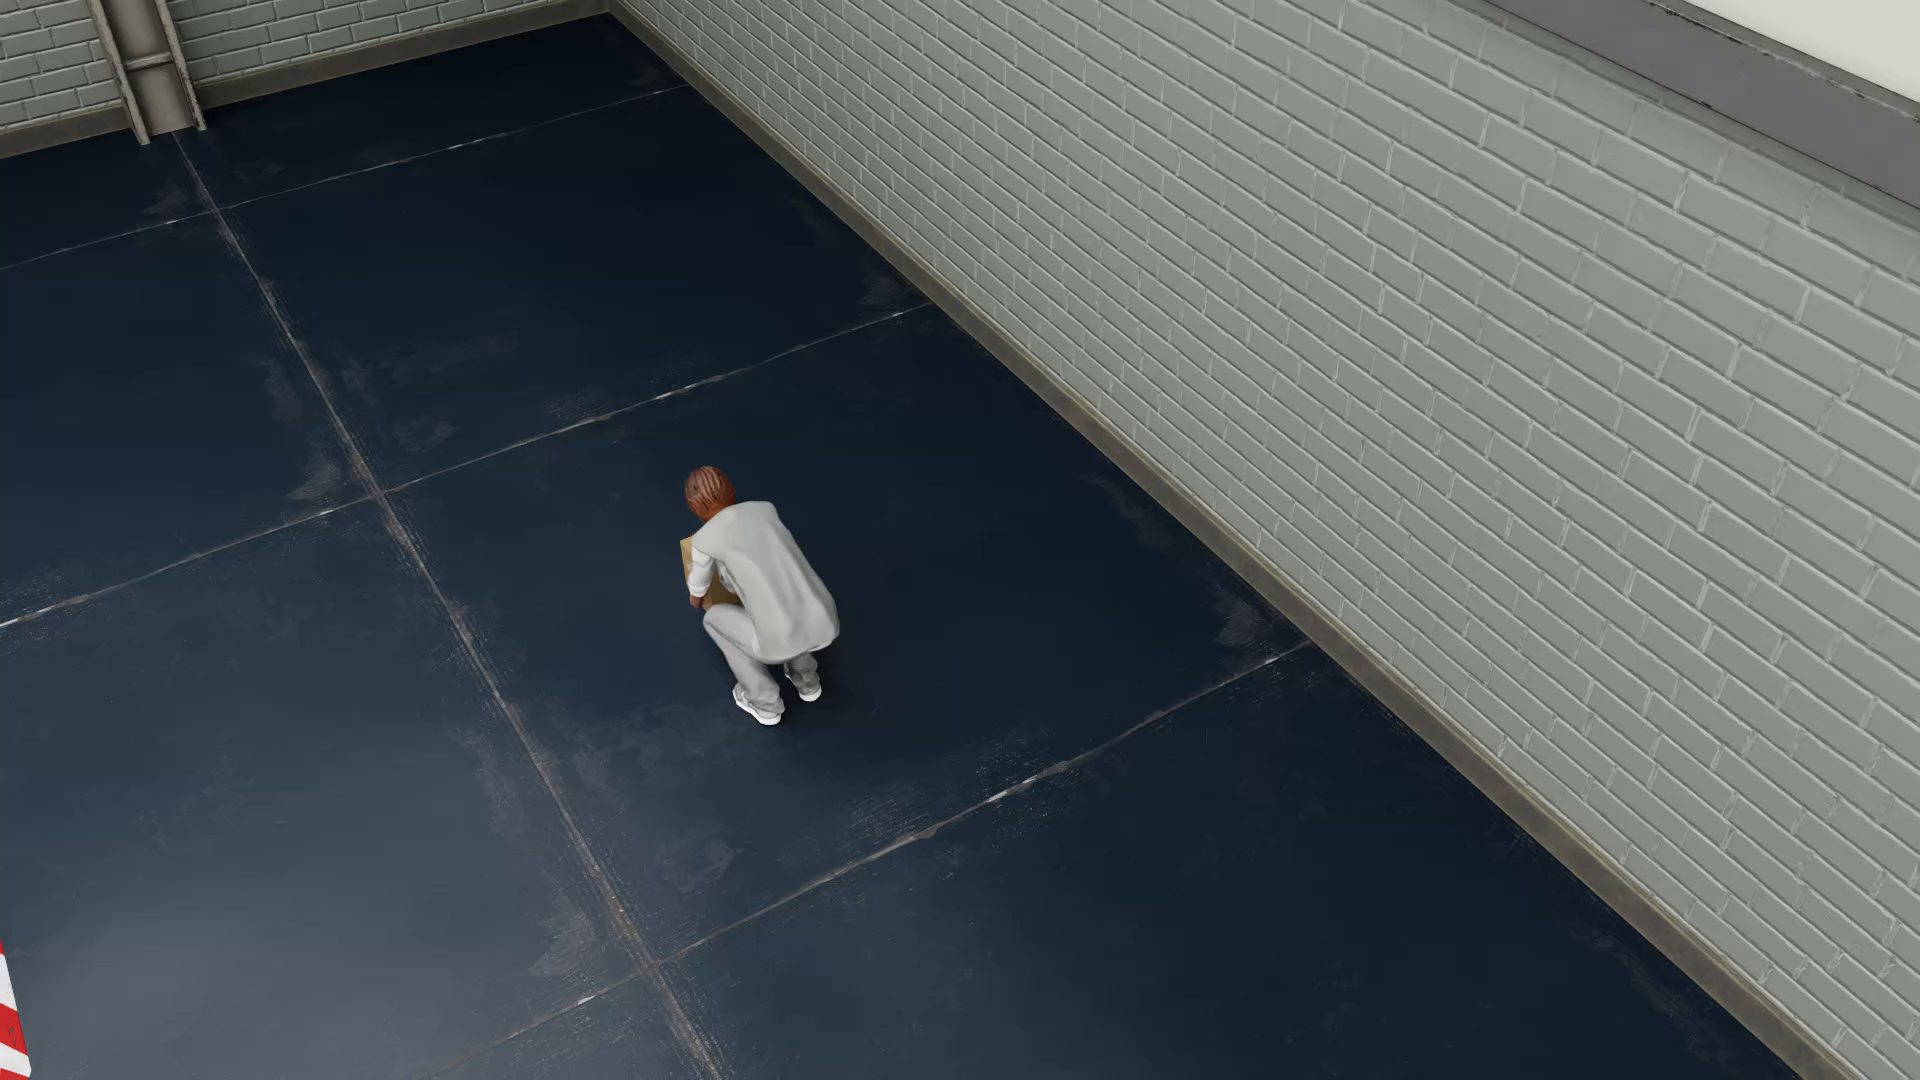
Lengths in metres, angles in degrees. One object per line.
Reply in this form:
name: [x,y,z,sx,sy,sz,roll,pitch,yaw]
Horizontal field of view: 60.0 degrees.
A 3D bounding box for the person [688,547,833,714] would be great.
person: [-0.752,0.259,6.414,0.419,0.742,0.704,-24,47,-25]
